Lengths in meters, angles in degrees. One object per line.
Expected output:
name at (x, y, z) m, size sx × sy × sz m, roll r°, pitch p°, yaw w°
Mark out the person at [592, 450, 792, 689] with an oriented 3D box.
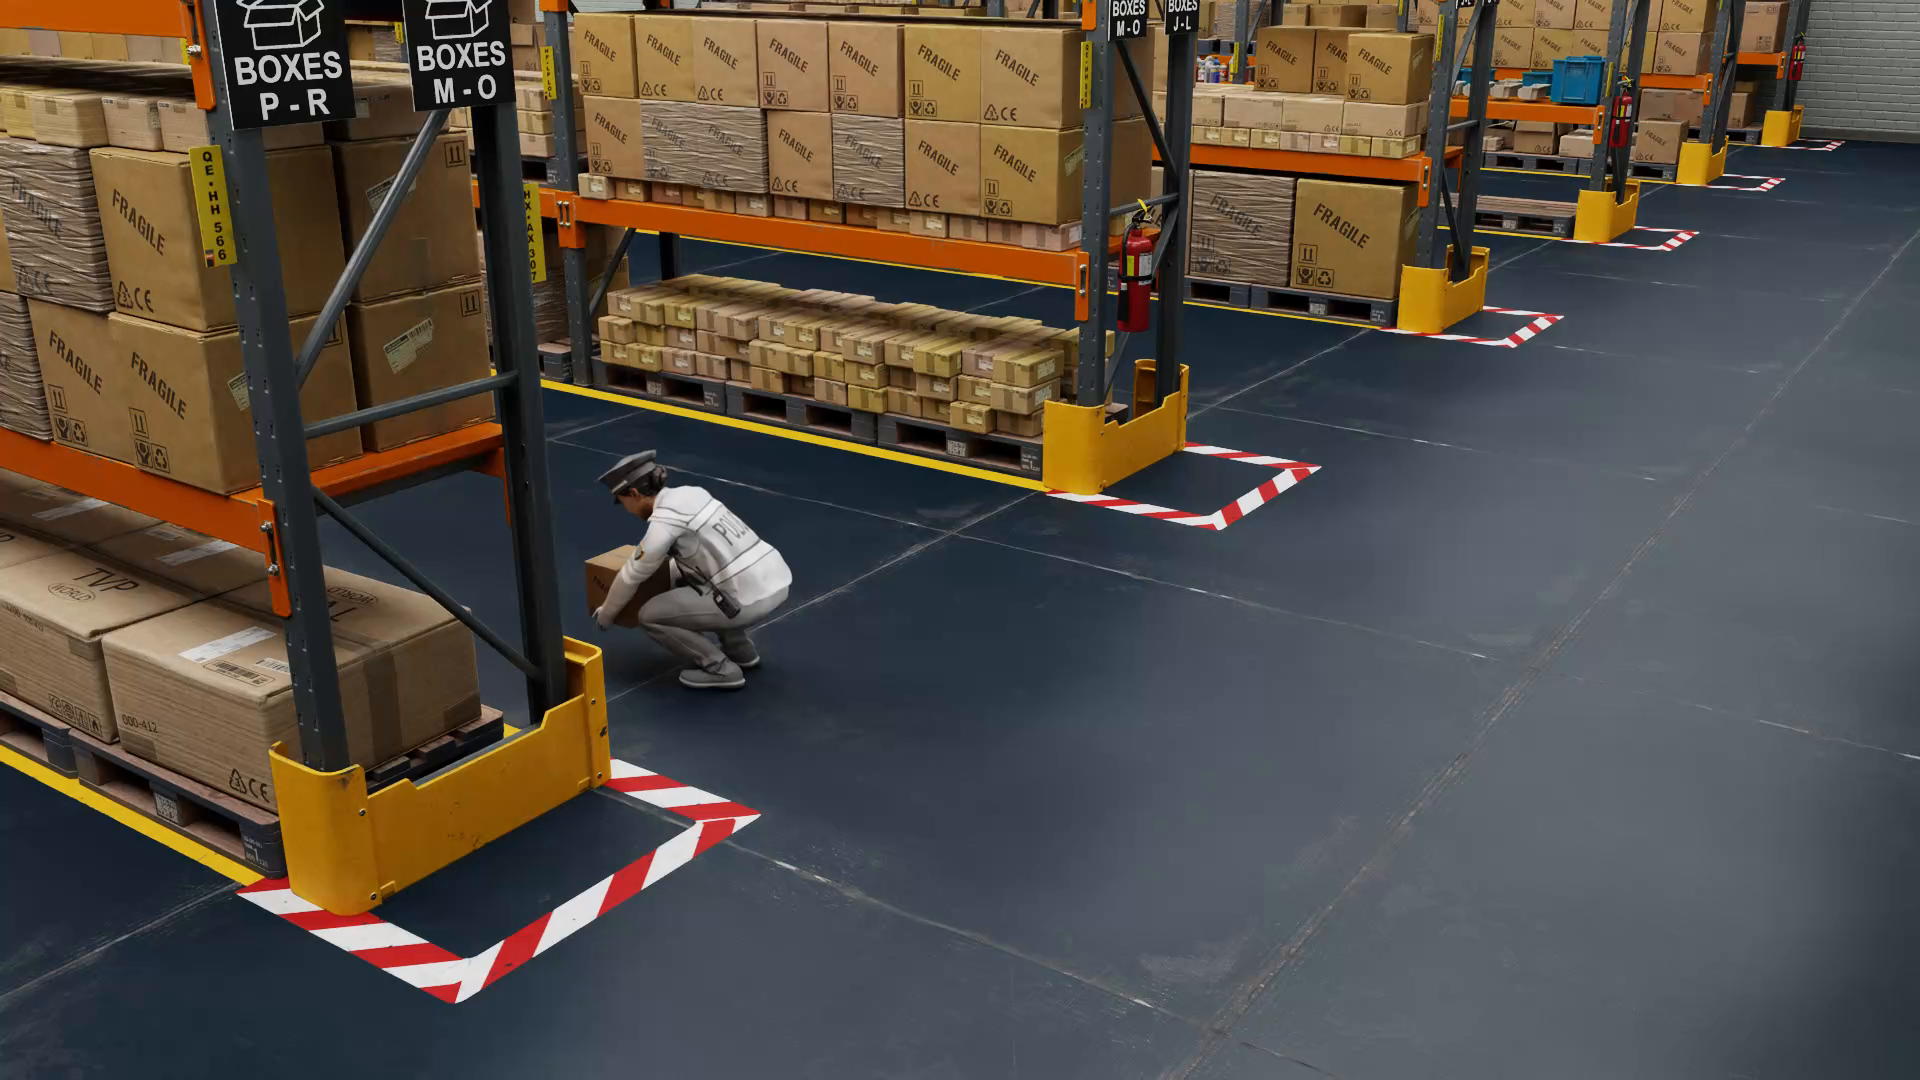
person at (-1.107, 0.096, 6.865) m, size 0.837 × 0.959 × 0.515 m, roll 8°, pitch 21°, yaw 20°
